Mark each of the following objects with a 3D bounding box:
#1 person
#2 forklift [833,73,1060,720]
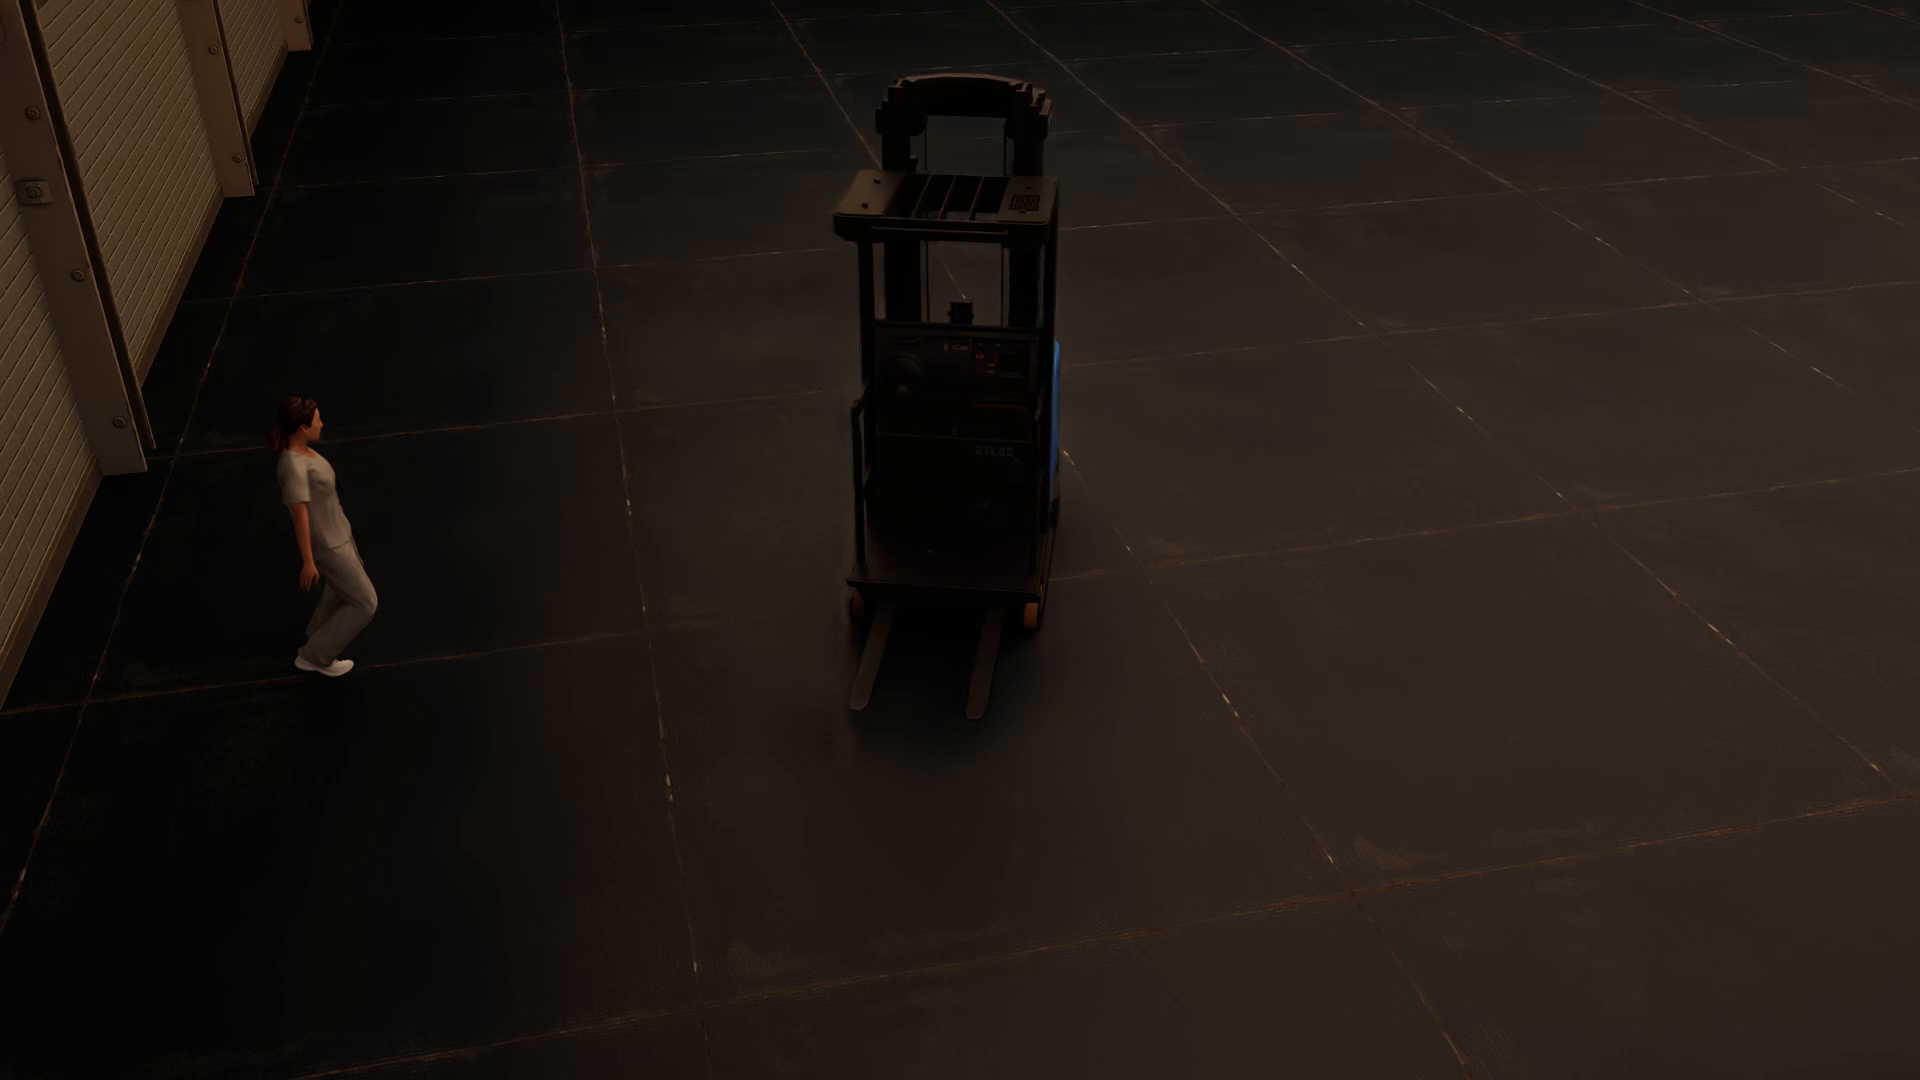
[{"bbox_3d":[-3.441,-0.007,8.939,0.490,1.590,0.790,-9,31,-14],"label":"person"},{"bbox_3d":[-0.047,-0.933,9.187,1.130,2.935,3.031,4,30,6],"label":"forklift"}]
